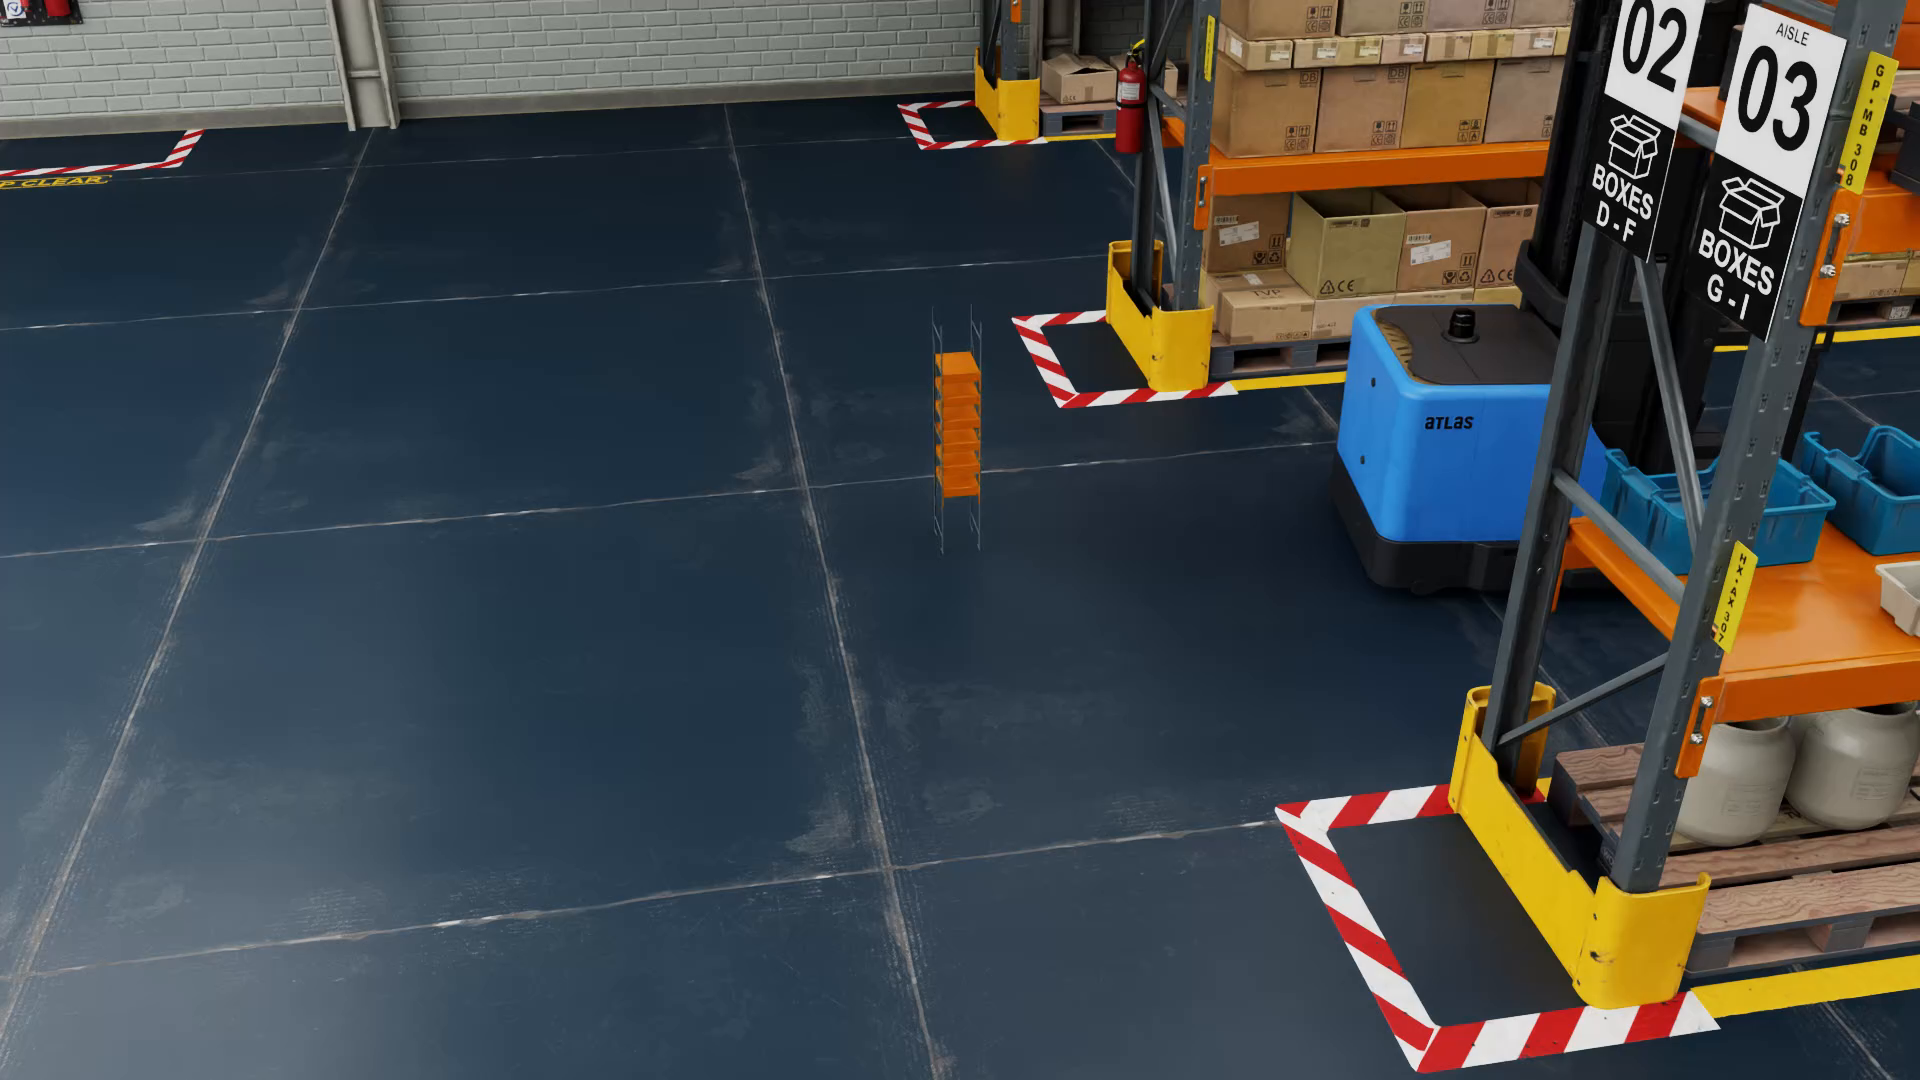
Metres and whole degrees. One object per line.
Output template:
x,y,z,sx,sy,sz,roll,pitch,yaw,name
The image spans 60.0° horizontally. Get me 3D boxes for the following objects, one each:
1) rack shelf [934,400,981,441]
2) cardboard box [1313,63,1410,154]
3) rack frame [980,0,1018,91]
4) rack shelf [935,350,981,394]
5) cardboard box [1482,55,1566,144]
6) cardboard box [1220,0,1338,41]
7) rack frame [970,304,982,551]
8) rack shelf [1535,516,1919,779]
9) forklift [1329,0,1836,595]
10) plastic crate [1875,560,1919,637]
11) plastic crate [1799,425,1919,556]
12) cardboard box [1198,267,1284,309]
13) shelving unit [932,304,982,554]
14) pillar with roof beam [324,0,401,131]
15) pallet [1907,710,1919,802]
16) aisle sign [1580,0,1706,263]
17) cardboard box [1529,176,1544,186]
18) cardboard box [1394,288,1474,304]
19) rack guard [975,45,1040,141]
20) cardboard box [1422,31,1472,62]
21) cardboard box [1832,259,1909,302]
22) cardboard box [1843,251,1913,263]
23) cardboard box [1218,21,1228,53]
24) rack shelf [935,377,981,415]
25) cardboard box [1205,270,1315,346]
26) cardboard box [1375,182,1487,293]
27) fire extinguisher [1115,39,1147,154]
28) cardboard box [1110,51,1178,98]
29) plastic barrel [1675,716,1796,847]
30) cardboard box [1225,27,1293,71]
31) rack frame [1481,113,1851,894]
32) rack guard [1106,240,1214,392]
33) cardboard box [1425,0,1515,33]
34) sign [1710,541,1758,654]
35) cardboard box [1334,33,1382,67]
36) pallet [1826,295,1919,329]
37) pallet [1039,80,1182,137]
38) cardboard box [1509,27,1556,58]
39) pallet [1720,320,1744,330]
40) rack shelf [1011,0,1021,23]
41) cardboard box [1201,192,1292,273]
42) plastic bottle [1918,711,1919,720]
-0.014,-0.581,7.905,0.180,0.103,0.258,-5,31,-9,rack shelf
2.197,-2.590,9.597,0.500,0.500,0.700,-5,31,-8,cardboard box
0.324,-4.930,13.674,0.127,3.000,1.000,-5,31,-9,rack frame
-0.014,-0.788,7.784,0.180,0.103,0.258,-5,31,-9,rack shelf
3.204,-2.682,9.754,0.500,0.500,0.700,-4,31,-7,cardboard box
1.734,-3.104,9.190,0.500,0.500,0.700,-5,31,-9,cardboard box
0.076,-0.524,7.958,0.006,1.200,0.240,-5,31,-9,rack frame
4.076,0.137,5.767,4.000,0.370,1.077,-5,31,-9,rack shelf
3.422,-1.263,7.507,3.031,2.935,1.130,-1,30,-1,forklift
3.047,0.202,5.207,0.250,0.136,0.298,-5,31,-9,plastic crate
3.187,-0.177,5.739,0.408,0.251,0.499,-5,31,-9,plastic crate
1.694,-1.652,10.399,0.500,0.250,0.500,-5,31,-9,cardboard box
-0.014,-0.516,7.944,0.189,1.200,0.258,-5,31,-9,shelving unit
-4.270,-5.317,8.414,0.400,9.000,9.100,-5,31,-9,pillar with roof beam
4.172,1.000,6.341,1.213,0.211,1.003,-5,31,-9,pallet
1.984,-1.252,4.856,0.004,0.787,0.394,-5,31,-9,aisle sign
3.753,-1.906,10.090,0.500,0.500,0.500,-5,31,-9,cardboard box
2.771,-1.487,10.118,0.500,0.250,0.500,-5,31,-9,cardboard box
0.399,-3.859,14.320,0.348,0.500,1.175,-5,31,-9,rack guard
2.660,-2.806,9.325,0.250,0.149,0.380,-6,31,-11,cardboard box
5.596,-1.734,10.539,0.500,0.250,0.500,-6,31,-10,cardboard box
5.606,-1.976,10.397,0.500,0.311,0.500,-5,31,-9,cardboard box
1.561,-2.913,9.506,0.250,0.149,0.380,-6,31,-10,cardboard box
-0.014,-0.684,7.844,0.180,0.103,0.258,-5,31,-9,rack shelf
1.787,-1.394,9.960,0.500,0.250,0.500,-5,31,-9,cardboard box
2.768,-1.816,9.938,0.500,0.500,0.500,-5,31,-9,cardboard box
1.020,-2.648,9.870,0.183,0.674,0.296,-5,31,-9,fire extinguisher
1.582,-4.031,14.364,0.500,0.311,0.500,-3,31,-5,cardboard box
2.742,0.803,5.965,0.421,0.512,0.421,0,30,0,plastic barrel
1.645,-2.711,9.163,0.250,0.149,0.380,-6,31,-9,cardboard box
2.108,0.010,5.274,0.127,3.000,1.000,-5,31,-9,rack frame
1.196,-1.381,10.105,0.348,0.500,1.175,-5,31,-9,rack guard
2.746,-3.201,9.356,0.500,0.500,0.700,-5,31,-9,cardboard box
2.203,0.165,4.737,0.005,0.325,0.100,-5,31,-9,sign
2.150,-2.759,9.244,0.250,0.149,0.380,-5,31,-9,cardboard box
5.872,-1.710,10.950,1.213,0.211,1.003,-5,31,-9,pallet
1.204,-3.791,14.489,1.213,0.211,1.003,-5,31,-9,pallet
3.157,-2.851,9.401,0.250,0.149,0.380,-5,31,-8,cardboard box
4.365,-1.572,10.715,1.213,0.211,1.003,-5,31,-9,pallet
2.291,-4.802,14.167,4.000,0.370,1.077,-5,31,-9,rack shelf
1.694,-1.977,10.211,0.500,0.500,0.500,-5,31,-9,cardboard box
3.836,0.640,6.529,0.097,0.201,0.097,0,30,0,plastic bottle
